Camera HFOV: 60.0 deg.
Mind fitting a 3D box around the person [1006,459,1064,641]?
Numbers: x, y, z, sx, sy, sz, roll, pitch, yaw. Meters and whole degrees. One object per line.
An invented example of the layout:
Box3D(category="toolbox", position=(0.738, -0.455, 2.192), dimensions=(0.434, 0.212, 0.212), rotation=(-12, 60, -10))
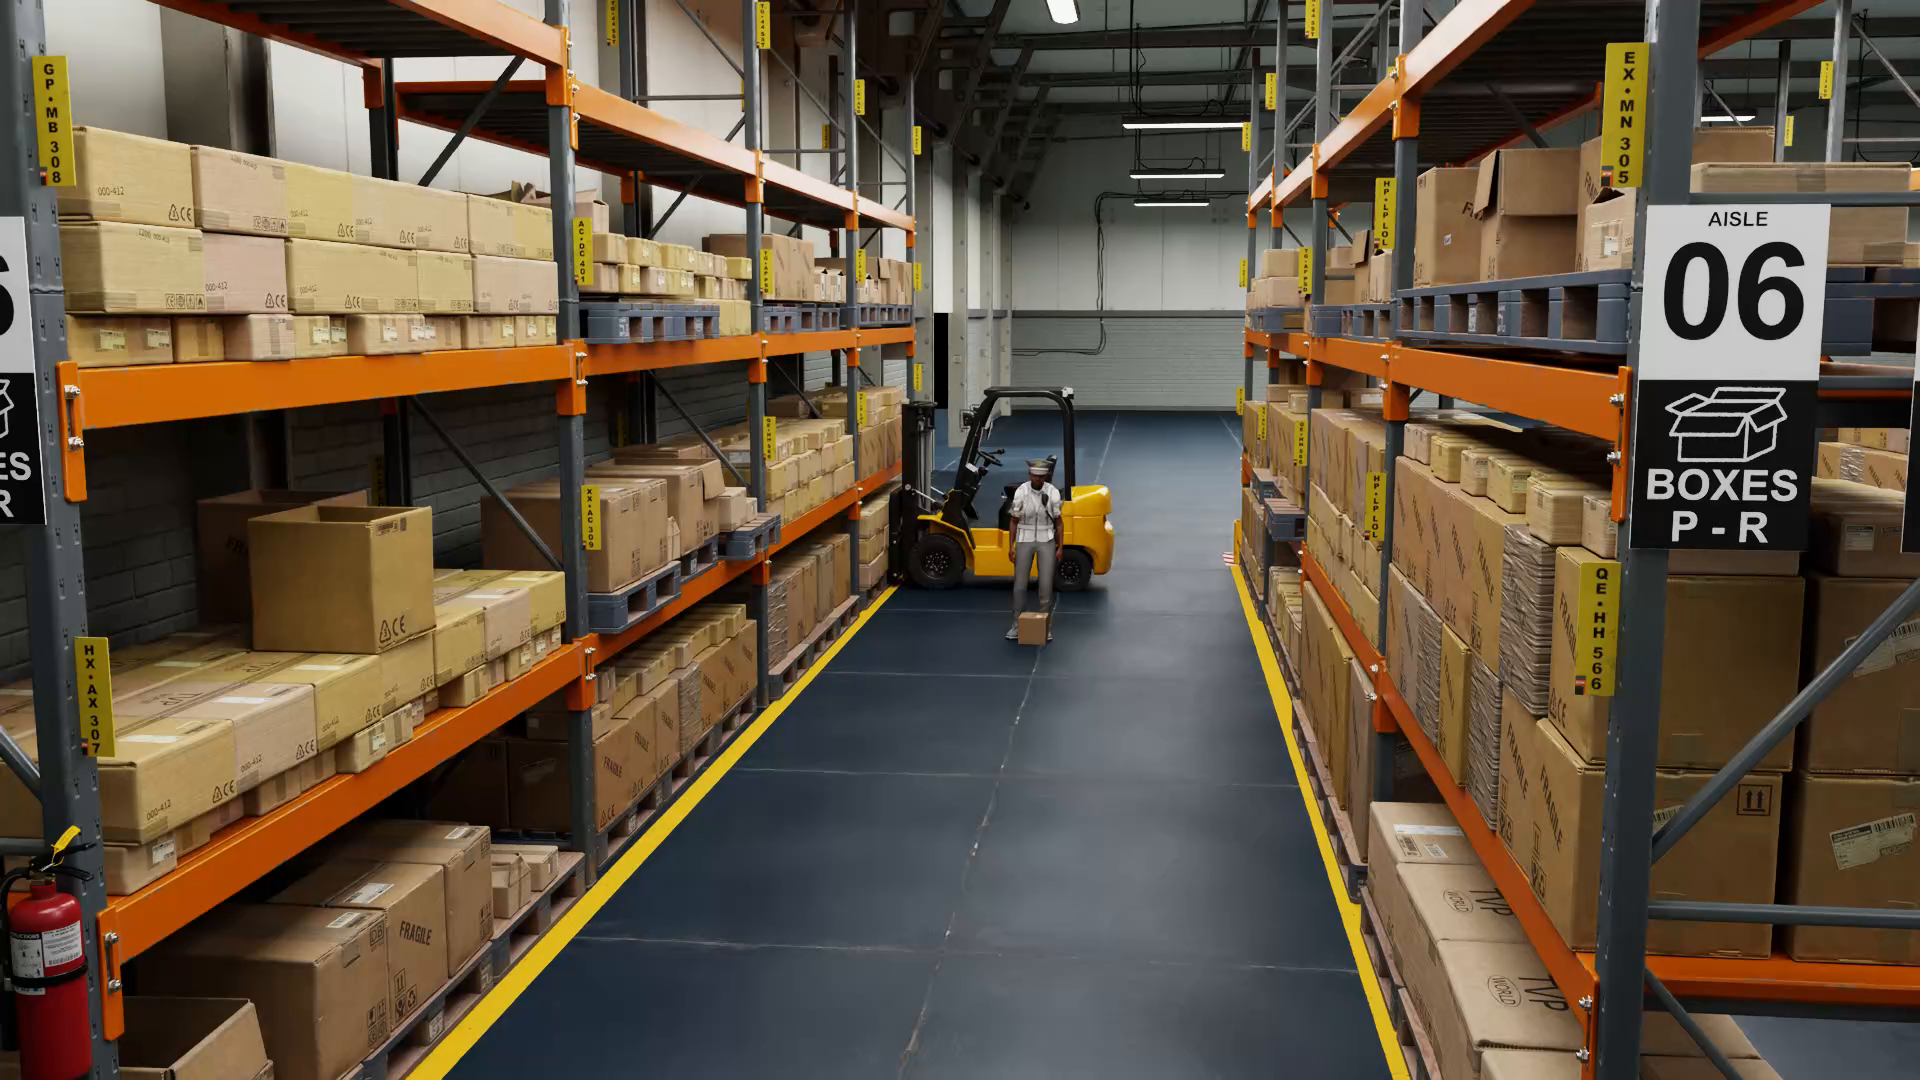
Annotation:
Box3D(category="person", position=(0.686, 0.078, 15.224), dimensions=(0.523, 1.660, 0.418), rotation=(1, 8, 5))
